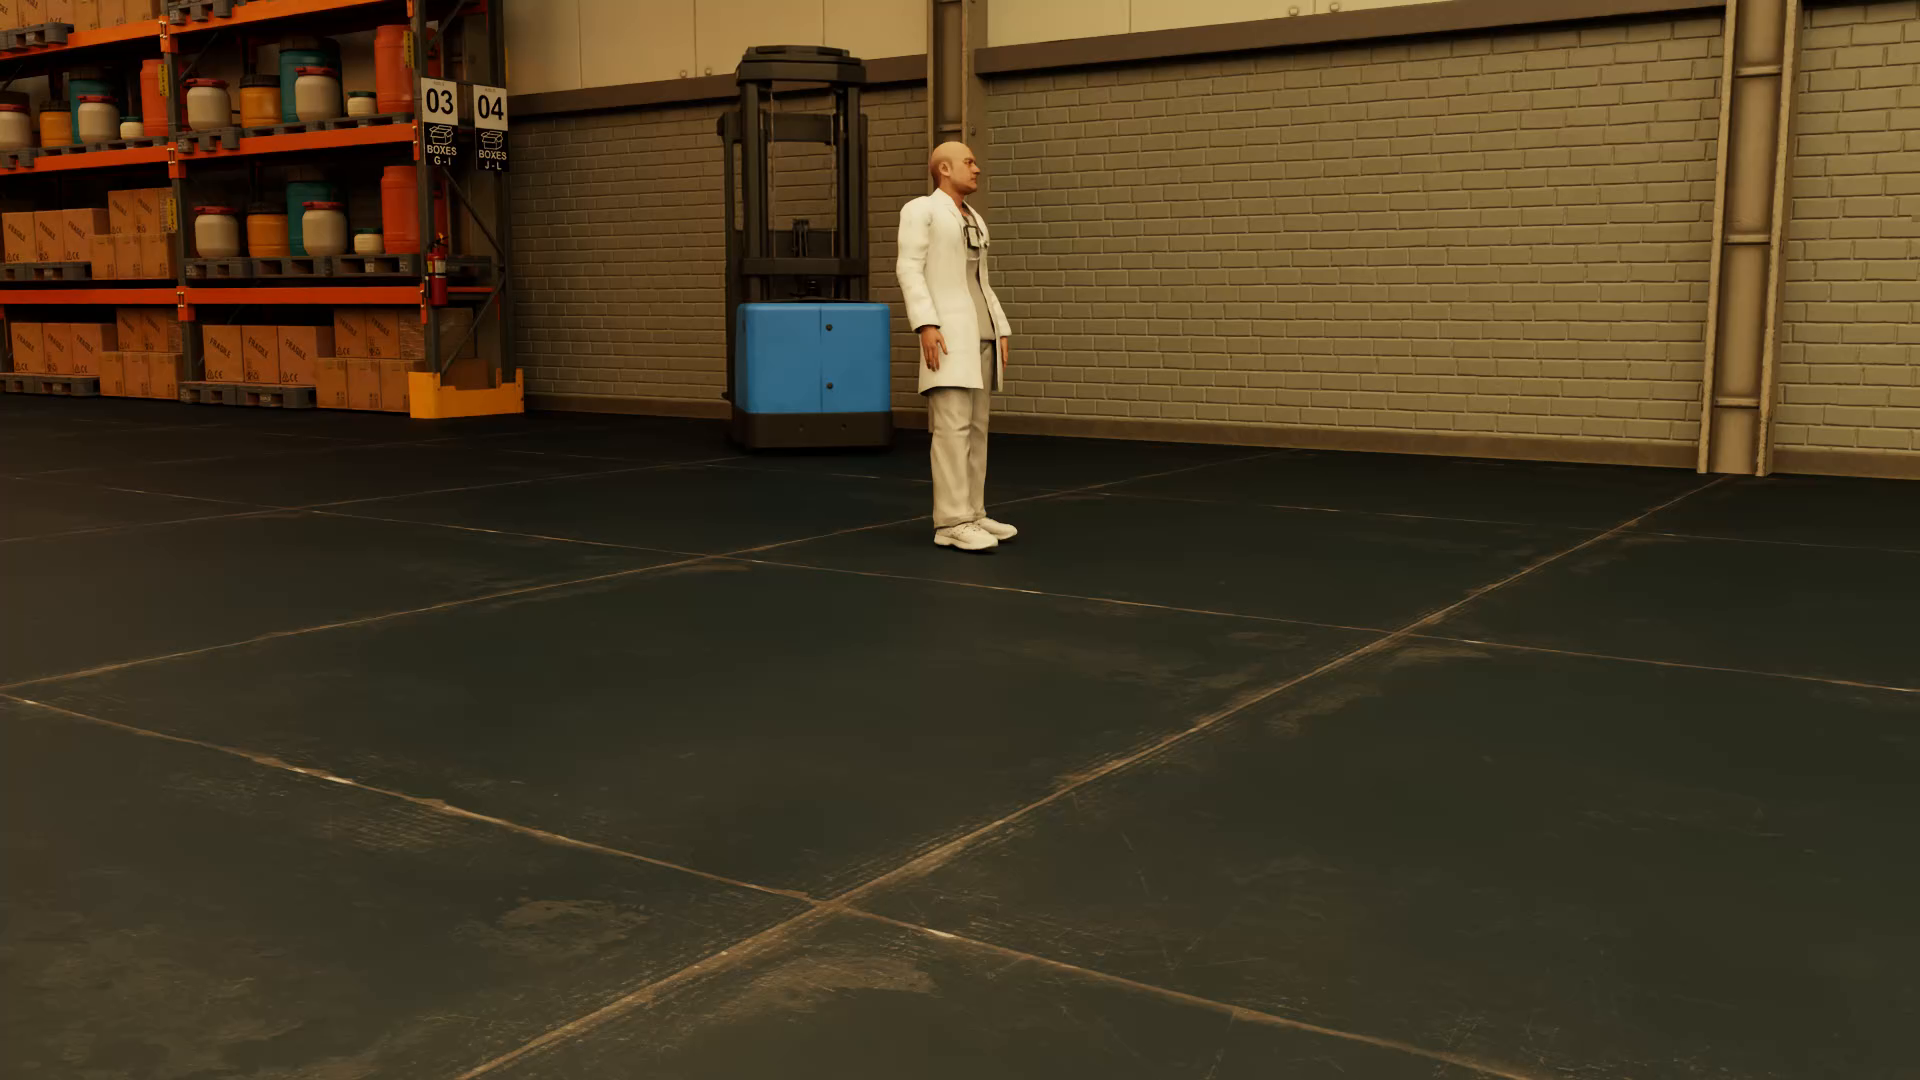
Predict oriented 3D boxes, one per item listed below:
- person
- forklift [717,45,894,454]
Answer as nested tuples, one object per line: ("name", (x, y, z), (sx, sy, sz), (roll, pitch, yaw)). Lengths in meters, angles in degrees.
("person", (0.074, -0.880, 7.424), (0.578, 1.777, 0.698), (5, 10, 34))
("forklift", (-1.296, -2.242, 12.959), (1.130, 2.935, 3.031), (-2, 8, -12))
